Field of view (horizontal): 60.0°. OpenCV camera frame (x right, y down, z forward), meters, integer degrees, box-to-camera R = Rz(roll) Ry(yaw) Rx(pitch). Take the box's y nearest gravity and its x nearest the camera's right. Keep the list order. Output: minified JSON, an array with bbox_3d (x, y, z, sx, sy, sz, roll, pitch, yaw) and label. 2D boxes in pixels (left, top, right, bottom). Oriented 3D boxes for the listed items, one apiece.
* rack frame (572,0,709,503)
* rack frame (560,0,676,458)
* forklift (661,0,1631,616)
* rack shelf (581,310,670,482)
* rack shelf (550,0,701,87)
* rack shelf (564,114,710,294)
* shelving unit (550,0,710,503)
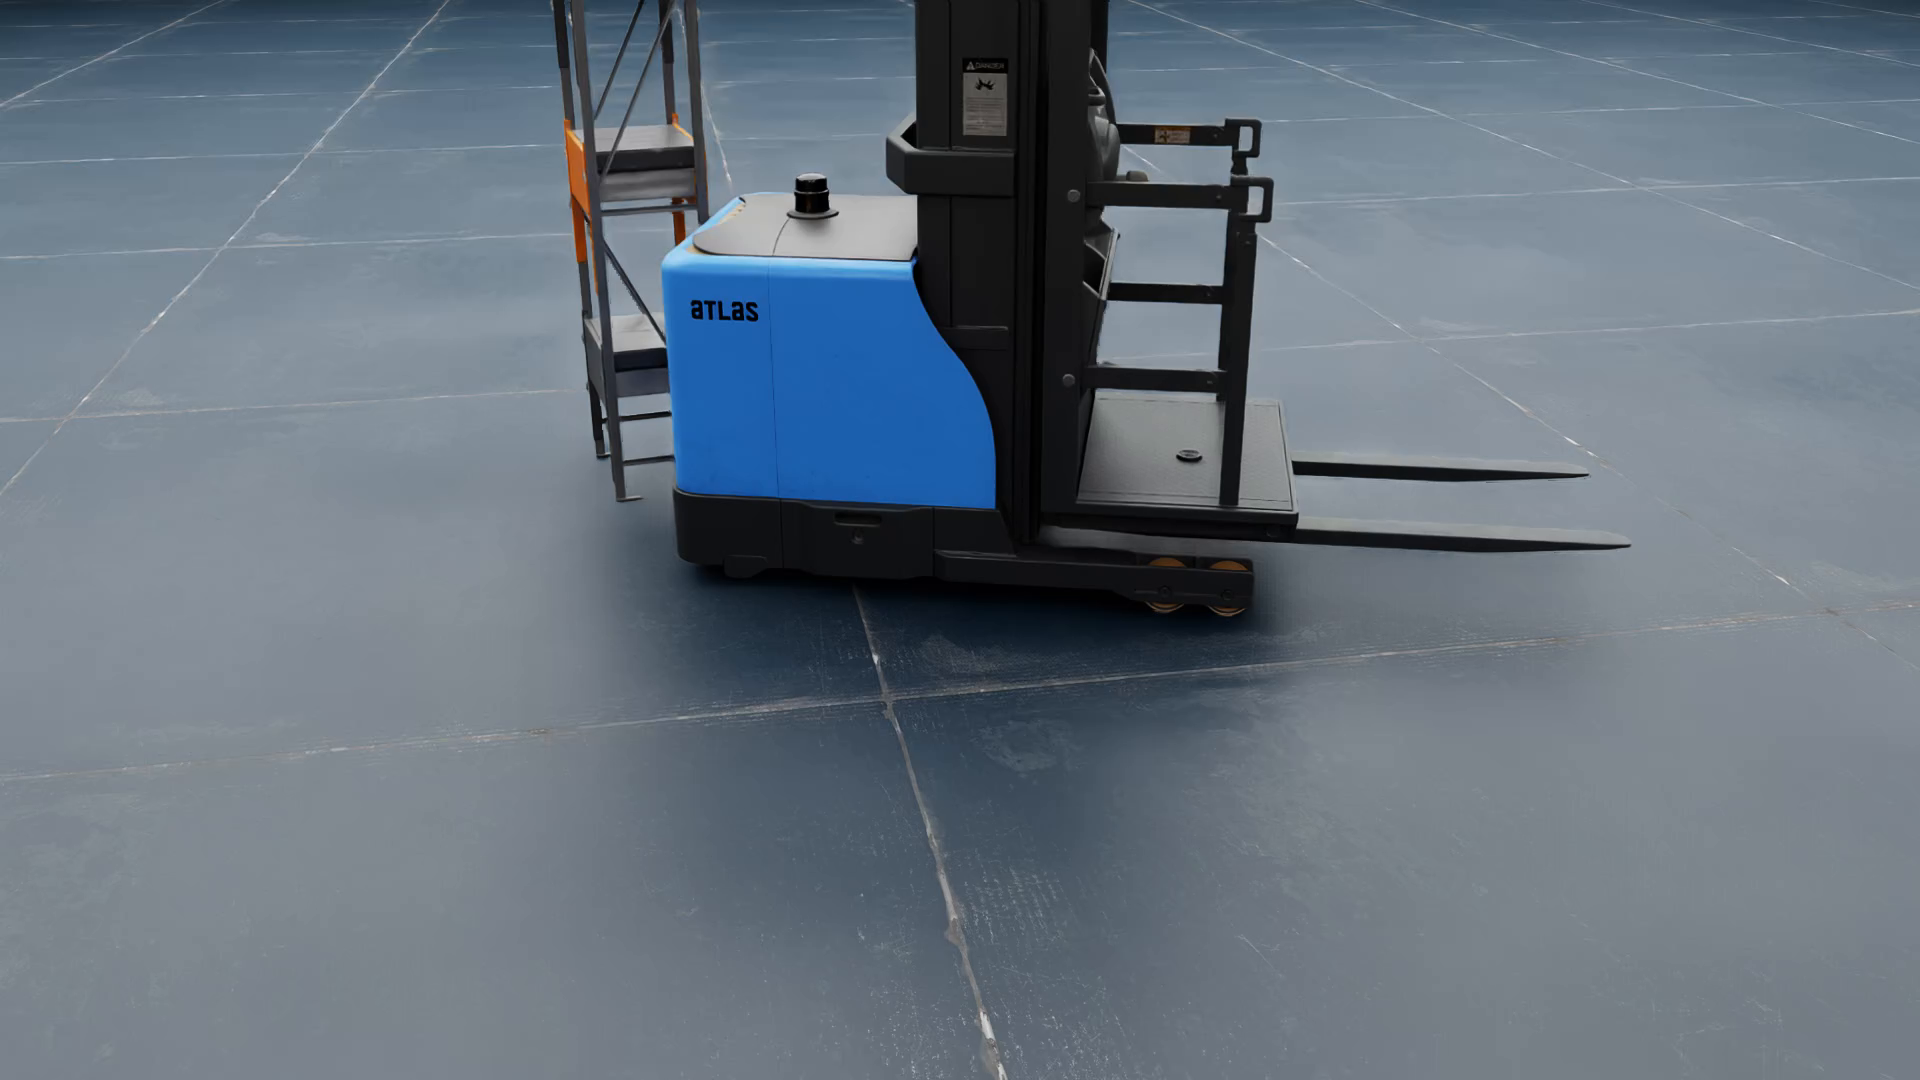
[{"bbox_3d":[-1.064,-1.127,5.708,0.400,2.100,0.015,-8,25,-18],"label":"rack frame"},{"bbox_3d":[-1.230,-1.311,6.129,0.400,2.100,0.015,-8,25,-18],"label":"rack frame"},{"bbox_3d":[0.625,-1.334,5.141,3.031,2.935,1.130,3,24,7],"label":"forklift"},{"bbox_3d":[-1.147,-0.565,6.204,0.431,0.518,0.480,-8,25,-18],"label":"rack shelf"},{"bbox_3d":[-1.147,-1.848,5.643,0.431,0.518,0.480,-8,25,-18],"label":"rack shelf"},{"bbox_3d":[-1.147,-1.207,5.924,0.431,0.518,0.480,-8,25,-18],"label":"rack shelf"},{"bbox_3d":[-1.147,-1.219,5.918,0.431,2.100,0.503,-8,25,-18],"label":"shelving unit"}]
